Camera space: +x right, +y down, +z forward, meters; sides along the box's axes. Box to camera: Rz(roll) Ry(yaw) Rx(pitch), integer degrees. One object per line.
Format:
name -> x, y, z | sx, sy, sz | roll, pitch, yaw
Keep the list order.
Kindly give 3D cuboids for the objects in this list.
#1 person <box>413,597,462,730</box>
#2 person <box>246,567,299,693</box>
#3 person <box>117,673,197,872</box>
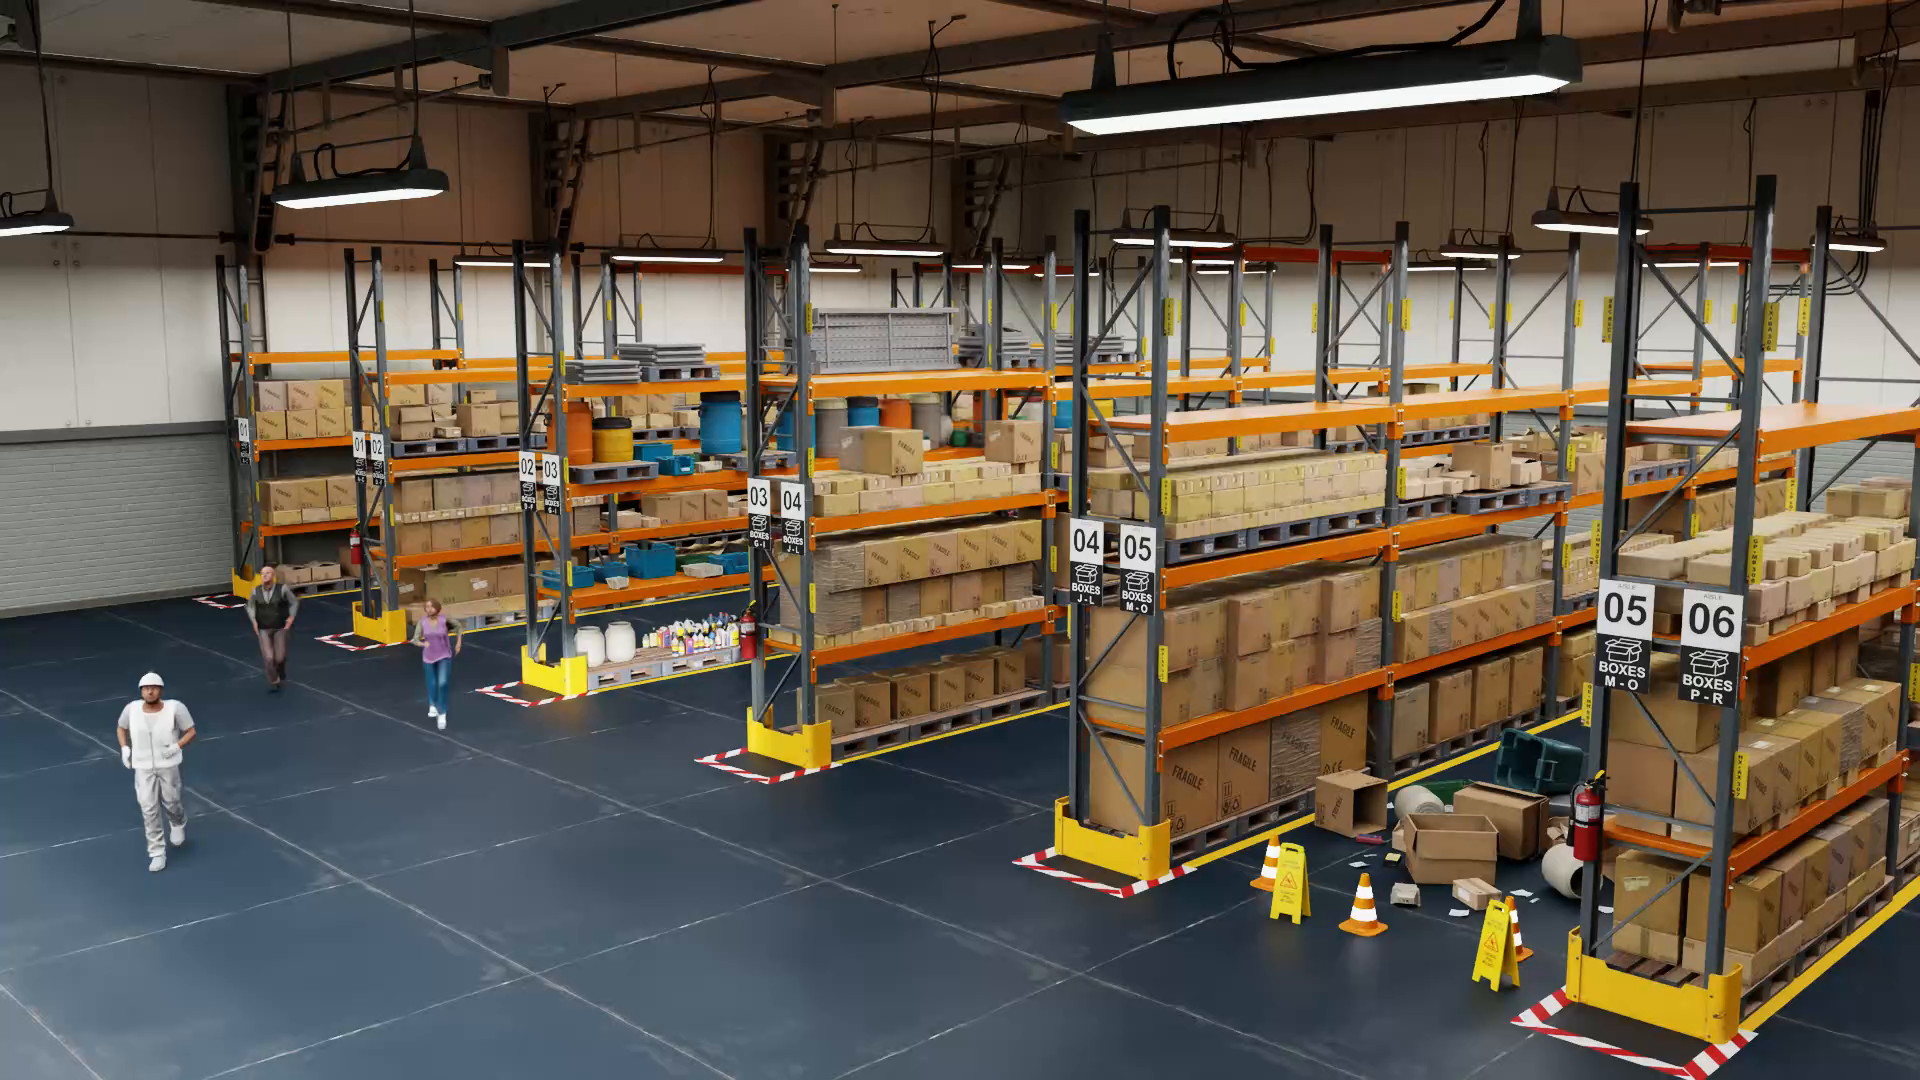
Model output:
person -> -6.413, 1.537, 20.443 | 0.549, 1.529, 0.828 | -1, 8, -9
person -> -9.215, 1.190, 22.307 | 0.663, 1.690, 0.540 | -2, 8, -13
person -> -7.465, 2.106, 15.473 | 0.688, 1.783, 0.837 | -2, 8, -17
